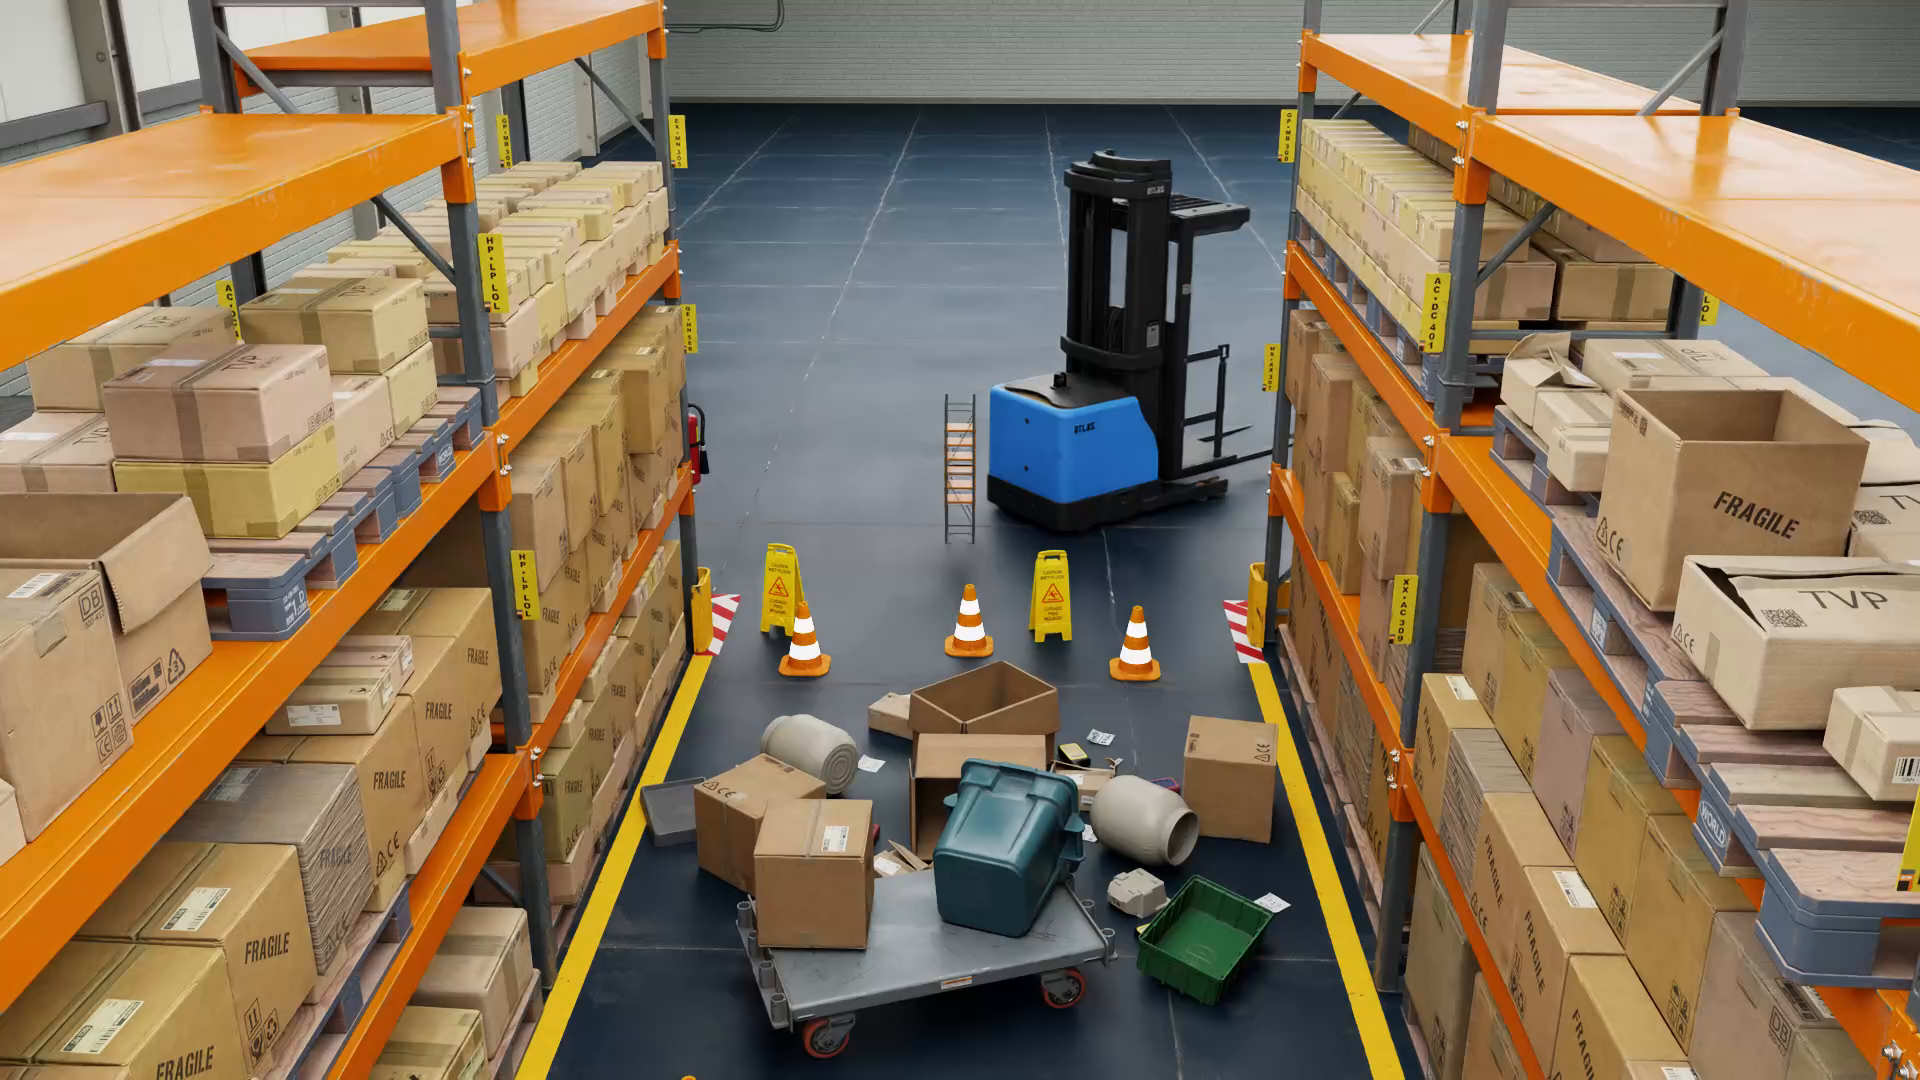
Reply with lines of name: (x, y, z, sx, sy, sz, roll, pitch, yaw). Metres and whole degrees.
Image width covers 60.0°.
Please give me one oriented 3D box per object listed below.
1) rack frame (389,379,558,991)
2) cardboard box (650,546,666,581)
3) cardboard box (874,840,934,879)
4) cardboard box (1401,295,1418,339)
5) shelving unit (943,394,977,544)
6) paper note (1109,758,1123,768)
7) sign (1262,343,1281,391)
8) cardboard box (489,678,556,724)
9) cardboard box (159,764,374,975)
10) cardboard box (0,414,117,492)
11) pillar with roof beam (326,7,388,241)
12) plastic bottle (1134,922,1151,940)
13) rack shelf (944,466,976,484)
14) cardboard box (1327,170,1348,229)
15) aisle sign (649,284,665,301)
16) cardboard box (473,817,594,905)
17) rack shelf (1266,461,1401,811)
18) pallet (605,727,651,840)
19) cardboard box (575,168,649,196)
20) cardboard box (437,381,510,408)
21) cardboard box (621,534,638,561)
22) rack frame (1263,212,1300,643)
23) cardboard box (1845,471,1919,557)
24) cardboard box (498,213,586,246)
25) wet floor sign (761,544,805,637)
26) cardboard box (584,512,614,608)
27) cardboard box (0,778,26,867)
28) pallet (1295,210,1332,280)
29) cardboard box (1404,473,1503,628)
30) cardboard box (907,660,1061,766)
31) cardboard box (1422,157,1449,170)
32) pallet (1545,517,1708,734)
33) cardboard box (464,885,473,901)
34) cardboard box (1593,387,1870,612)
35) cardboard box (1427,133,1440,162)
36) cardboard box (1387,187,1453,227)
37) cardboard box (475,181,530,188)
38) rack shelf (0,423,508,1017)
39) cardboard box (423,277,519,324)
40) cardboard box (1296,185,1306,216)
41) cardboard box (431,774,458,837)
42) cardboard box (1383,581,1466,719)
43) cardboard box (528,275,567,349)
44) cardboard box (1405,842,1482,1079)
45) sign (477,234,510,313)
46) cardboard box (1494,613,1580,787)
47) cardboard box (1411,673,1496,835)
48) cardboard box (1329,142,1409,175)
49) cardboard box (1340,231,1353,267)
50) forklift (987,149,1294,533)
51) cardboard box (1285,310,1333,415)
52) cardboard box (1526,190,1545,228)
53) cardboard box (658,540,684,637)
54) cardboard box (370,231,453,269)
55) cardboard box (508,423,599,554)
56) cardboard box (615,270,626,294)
rack frame: (-2.453, 0.734, 7.490, 1.000, 3.000, 0.127, 1, 21, 2)
cardboard box: (-2.040, 0.148, 10.288, 0.380, 0.149, 0.250, 1, 21, 3)
cardboard box: (-0.283, 1.738, 8.683, 0.258, 0.266, 0.396, -16, 26, -35)
cardboard box: (2.196, -0.998, 7.436, 0.380, 0.149, 0.250, 1, 21, 3)
shelving unit: (0.000, -0.565, 13.325, 0.258, 1.200, 0.189, 1, 21, 2)
paper note: (0.944, 1.347, 10.042, 0.032, 0.001, 0.123, 13, 25, 29)
sign: (2.064, -1.143, 11.022, 0.100, 0.325, 0.005, 1, 21, 2)
cardboard box: (-2.123, 0.741, 7.820, 0.380, 0.149, 0.250, 1, 21, 1)
cardboard box: (-2.289, 1.078, 5.474, 0.500, 0.500, 0.500, 0, 21, 0)
cardboard box: (-2.880, -0.218, 5.423, 0.500, 0.250, 0.500, 0, 21, 1)
pillar with roof beam: (-3.547, -7.612, 20.706, 9.100, 9.000, 0.400, 1, 21, 2)
plastic bottle: (0.997, 2.006, 8.276, 0.133, 0.061, 0.283, -11, 24, -26)
rack shelf: (0.000, -0.523, 13.341, 0.258, 0.103, 0.180, 1, 21, 2)
cardboard box: (2.319, -1.866, 9.122, 0.500, 0.250, 0.500, 0, 21, 1)
aisle sign: (-2.040, -1.943, 10.797, 0.394, 0.787, 0.004, 1, 21, 2)
cardboard box: (-2.166, 1.610, 8.454, 0.500, 0.250, 0.500, 0, 21, -1)
rack shelf: (2.558, 0.364, 9.438, 1.077, 0.370, 4.000, 1, 21, 2)
pallet: (-2.434, 1.349, 9.761, 1.003, 0.211, 1.213, 1, 21, 2)
cardboard box: (-2.093, -2.147, 10.013, 0.380, 0.149, 0.250, 1, 21, 3)
cardboard box: (-2.196, -0.658, 7.279, 0.380, 0.149, 0.250, 0, 21, 1)
cardboard box: (-2.098, 0.006, 9.714, 0.380, 0.149, 0.250, 0, 21, 1)
rack frame: (2.619, -0.694, 11.171, 1.000, 3.000, 0.127, 1, 21, 2)
cardboard box: (2.648, -0.027, 4.710, 0.500, 0.311, 0.500, 0, 21, 1)
cardboard box: (-2.153, -1.592, 8.584, 0.380, 0.149, 0.250, 1, 21, 3)
wet floor sign: (-1.256, 0.329, 11.790, 0.267, 0.644, 0.232, 8, 23, 20)
cardboard box: (-2.141, 0.030, 8.756, 0.500, 0.500, 0.500, 0, 21, 1)
cardboard box: (-2.388, 0.640, 3.771, 0.396, 0.266, 0.258, 1, 21, 2)
pallet: (2.607, -1.783, 9.953, 1.003, 0.211, 1.213, 1, 21, 2)
cardboard box: (2.543, 0.046, 7.564, 0.875, 0.550, 0.550, 1, 21, 2)
cardboard box: (0.145, 1.115, 9.960, 0.797, 0.503, 0.637, -16, 26, -35)
cardboard box: (2.867, -2.043, 9.578, 0.500, 0.250, 0.500, 1, 21, 2)
pallet: (2.373, 0.250, 4.852, 1.003, 0.211, 1.213, 2, 21, 4)
cardboard box: (-2.704, 1.604, 8.470, 0.500, 0.250, 0.500, 2, 21, 4)
cardboard box: (2.149, -0.121, 4.689, 0.500, 0.500, 0.500, 1, 21, 2)
cardboard box: (2.931, -2.281, 9.641, 0.380, 0.149, 0.250, 1, 21, 3)
cardboard box: (2.214, -1.552, 7.761, 0.380, 0.149, 0.250, 1, 21, 3)
cardboard box: (-2.690, -1.968, 9.552, 0.380, 0.149, 0.250, 1, 21, 1)
rack shelf: (-2.514, 0.394, 5.214, 1.077, 0.370, 4.000, 1, 21, 2)
cardboard box: (-2.118, -1.029, 7.133, 0.380, 0.149, 0.250, 0, 21, 1)
cardboard box: (2.288, -2.097, 10.270, 0.380, 0.149, 0.250, 1, 21, 2)
cardboard box: (-2.191, 1.033, 6.486, 0.380, 0.149, 0.250, 0, 21, 1)
cardboard box: (2.497, 0.549, 7.761, 0.875, 0.550, 0.550, 1, 21, 2)
cardboard box: (-2.160, -1.076, 7.804, 0.500, 0.250, 0.500, 0, 21, 1)
cardboard box: (2.568, 1.831, 7.194, 1.050, 0.750, 0.750, 1, 21, 1)
sign: (-1.899, -1.084, 6.770, 0.100, 0.325, 0.005, 1, 21, 2)
cardboard box: (2.475, 0.605, 6.303, 0.700, 0.500, 0.500, 0, 21, 1)
cardboard box: (2.212, 0.893, 6.943, 0.500, 0.500, 0.500, 1, 21, 2)
cardboard box: (2.259, -2.105, 9.186, 0.380, 0.149, 0.250, 0, 21, 1)
cardboard box: (2.243, -1.549, 8.856, 0.380, 0.149, 0.250, 1, 21, 2)
forklift: (1.716, -1.833, 14.201, 3.031, 2.935, 1.130, -15, 26, -34)
cardboard box: (2.569, -1.134, 10.604, 0.875, 0.550, 0.550, 1, 21, 2)
cardboard box: (2.870, -1.547, 7.748, 0.380, 0.149, 0.250, 0, 21, 1)
cardboard box: (-2.095, 0.317, 10.749, 0.500, 0.500, 0.500, 1, 21, 2)
cardboard box: (-2.646, -1.413, 8.121, 0.380, 0.149, 0.250, 0, 21, 1)
cardboard box: (-2.186, -0.258, 8.116, 0.700, 0.500, 0.500, 1, 21, 2)
cardboard box: (-2.114, -1.494, 9.433, 0.380, 0.149, 0.250, 0, 21, 1)
